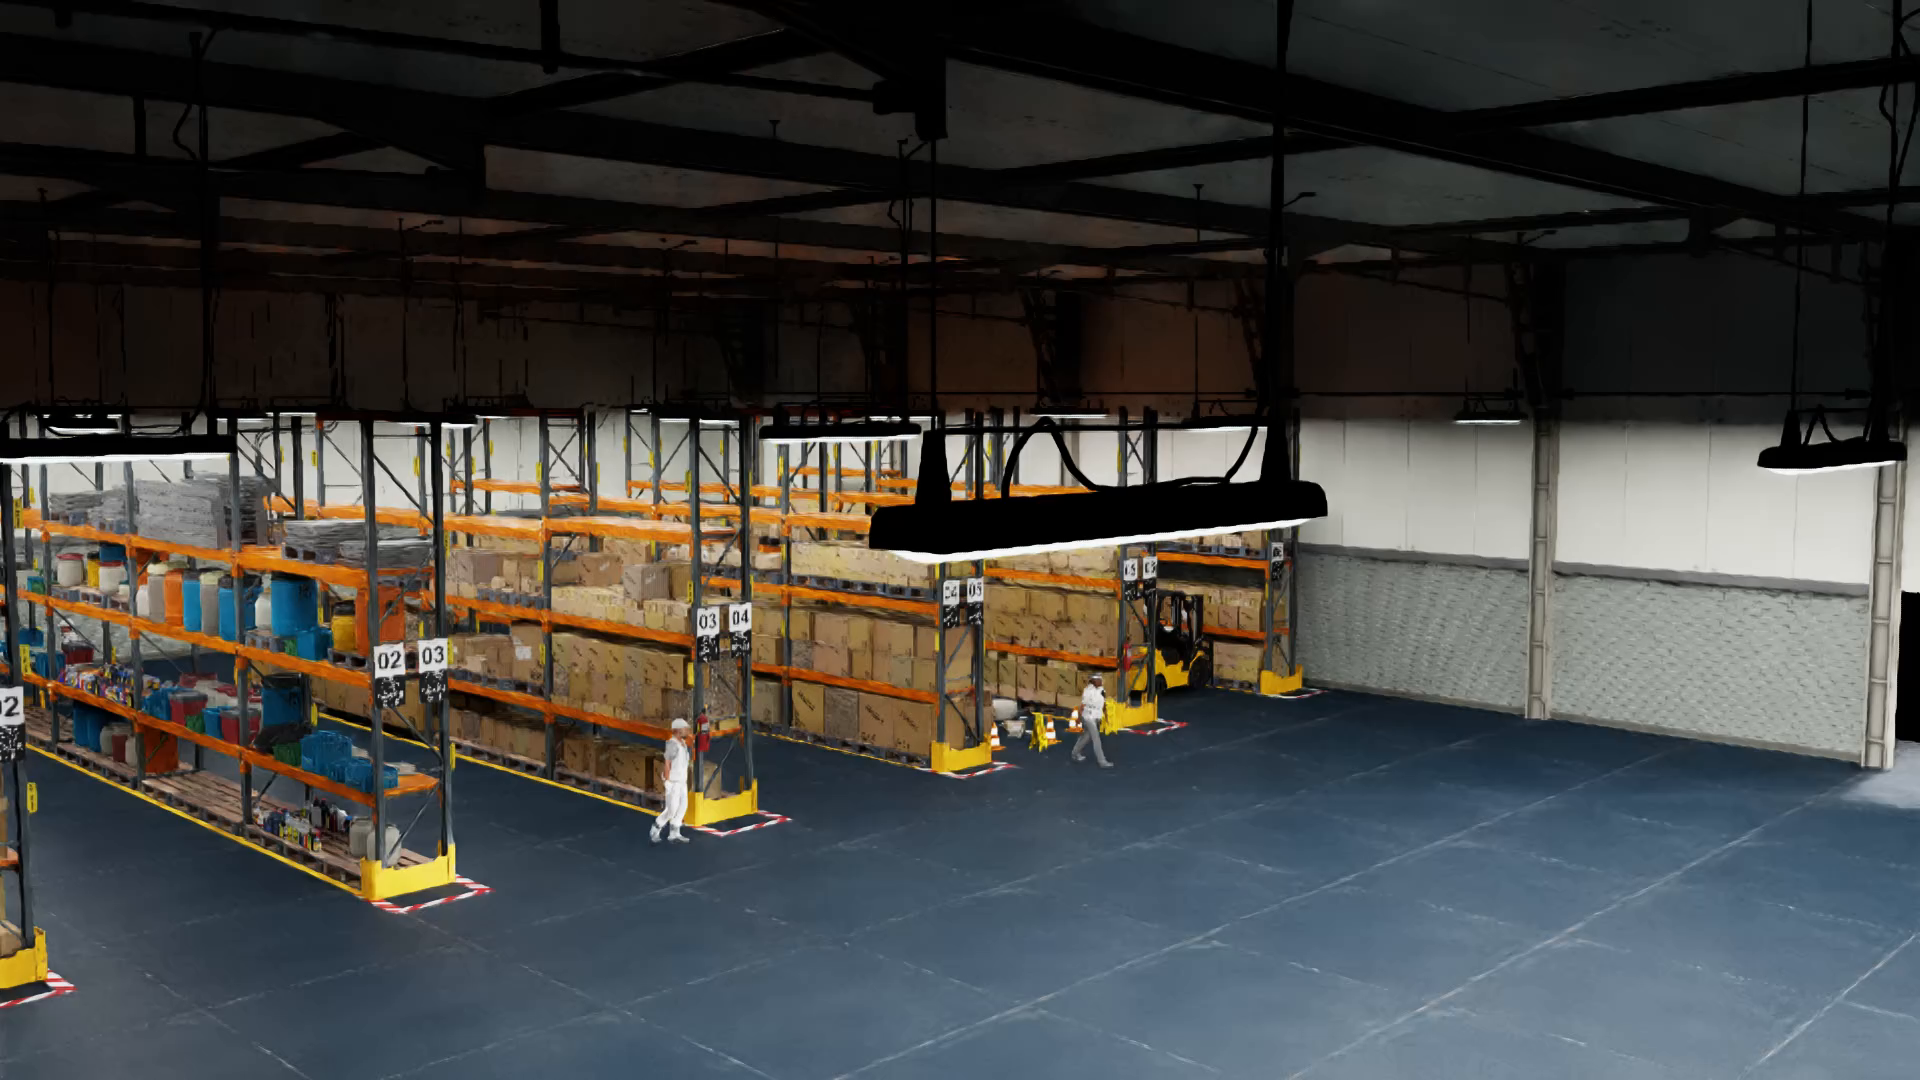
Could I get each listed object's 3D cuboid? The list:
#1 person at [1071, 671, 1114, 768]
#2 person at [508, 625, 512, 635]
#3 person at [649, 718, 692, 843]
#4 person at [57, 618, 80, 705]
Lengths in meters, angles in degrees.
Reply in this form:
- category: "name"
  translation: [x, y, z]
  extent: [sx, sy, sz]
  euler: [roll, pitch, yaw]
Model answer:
- category: "person"
  translation: [2.272, 3.010, 28.260]
  extent: [0.999, 1.626, 0.461]
  euler: [5, 7, 43]
- category: "person"
  translation: [-11.589, 1.632, 43.188]
  extent: [0.587, 1.772, 0.580]
  euler: [-1, 5, -10]
- category: "person"
  translation: [-4.069, 3.381, 23.349]
  extent: [0.577, 1.775, 0.588]
  euler: [1, 5, 10]
- category: "person"
  translation: [-18.016, 2.465, 33.667]
  extent: [0.583, 1.773, 0.581]
  euler: [4, 6, 39]
